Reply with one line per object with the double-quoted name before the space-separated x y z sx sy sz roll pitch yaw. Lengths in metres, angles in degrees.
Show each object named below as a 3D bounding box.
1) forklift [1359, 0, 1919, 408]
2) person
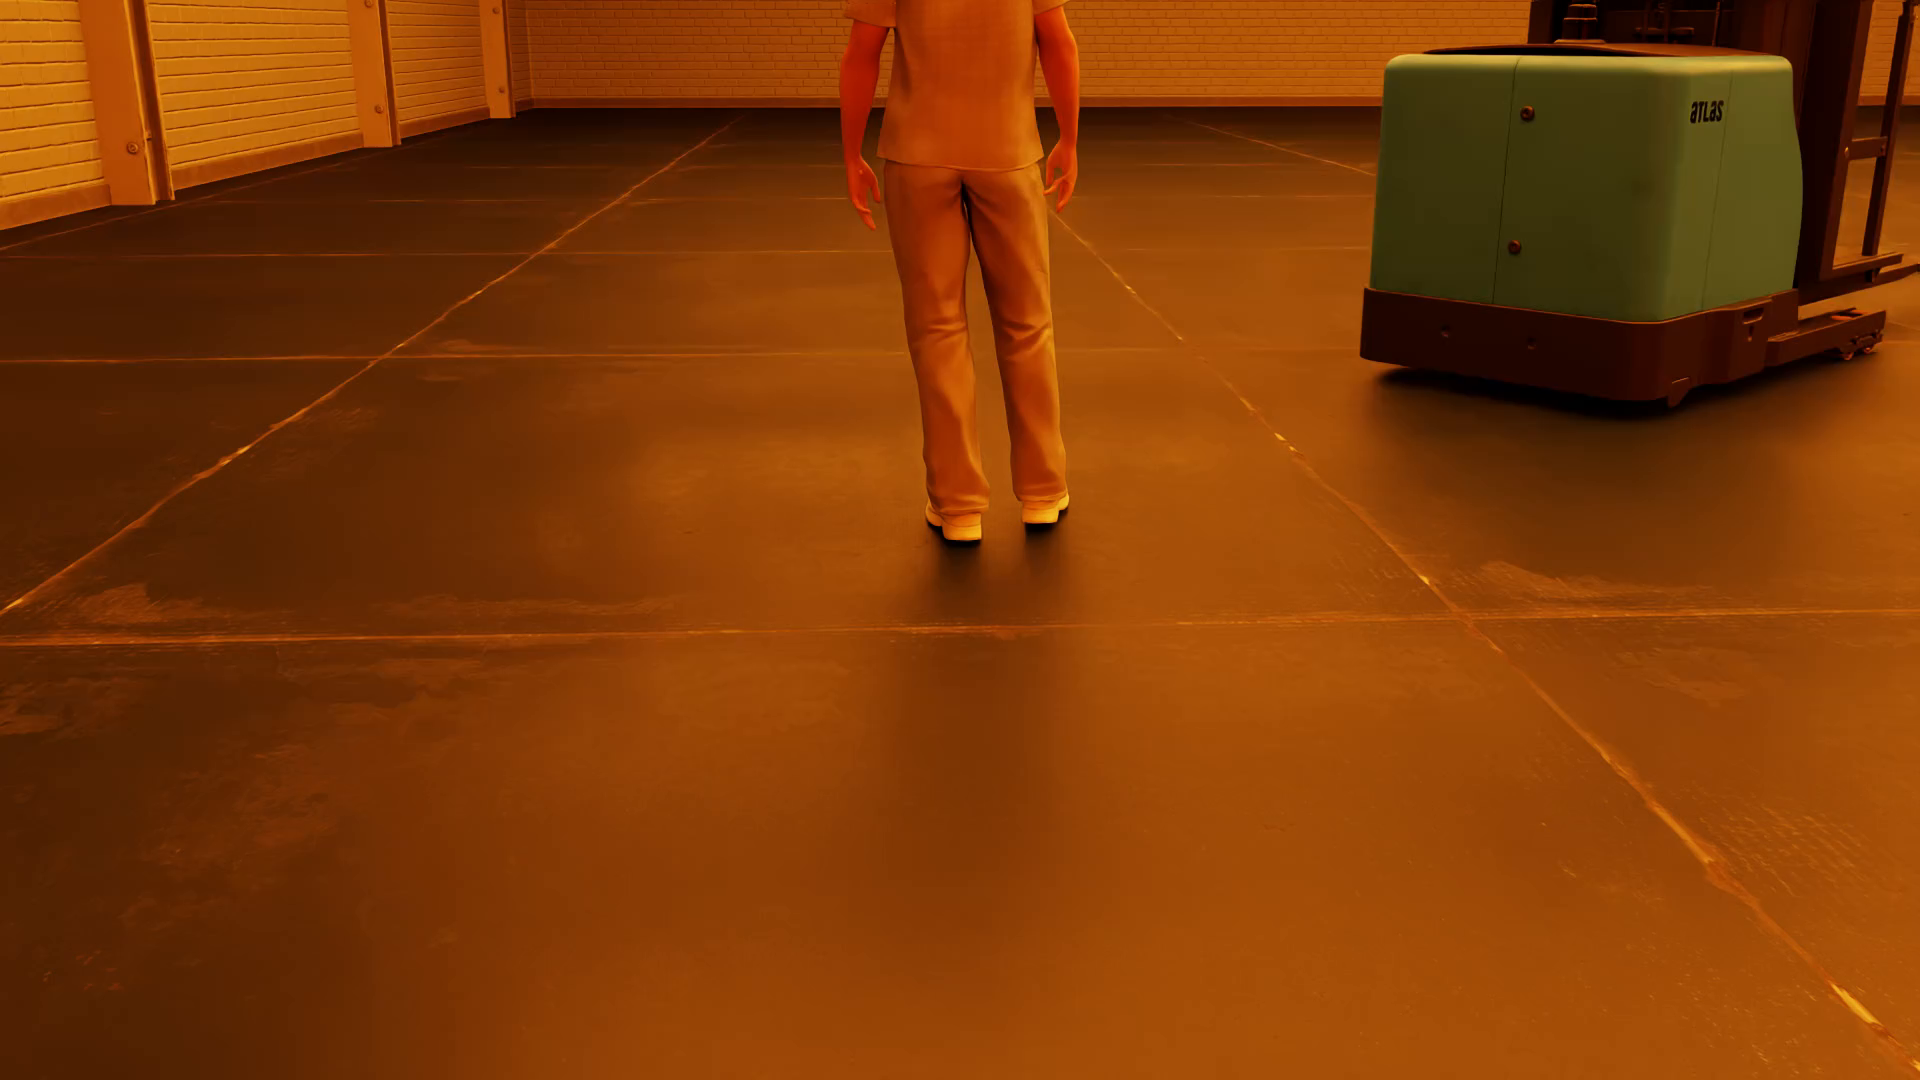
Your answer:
"forklift" 2.805 -2.154 5.947 3.031 2.935 1.130 -15 23 -40
"person" 0.006 -0.730 3.726 0.519 1.360 0.395 -1 17 -3
